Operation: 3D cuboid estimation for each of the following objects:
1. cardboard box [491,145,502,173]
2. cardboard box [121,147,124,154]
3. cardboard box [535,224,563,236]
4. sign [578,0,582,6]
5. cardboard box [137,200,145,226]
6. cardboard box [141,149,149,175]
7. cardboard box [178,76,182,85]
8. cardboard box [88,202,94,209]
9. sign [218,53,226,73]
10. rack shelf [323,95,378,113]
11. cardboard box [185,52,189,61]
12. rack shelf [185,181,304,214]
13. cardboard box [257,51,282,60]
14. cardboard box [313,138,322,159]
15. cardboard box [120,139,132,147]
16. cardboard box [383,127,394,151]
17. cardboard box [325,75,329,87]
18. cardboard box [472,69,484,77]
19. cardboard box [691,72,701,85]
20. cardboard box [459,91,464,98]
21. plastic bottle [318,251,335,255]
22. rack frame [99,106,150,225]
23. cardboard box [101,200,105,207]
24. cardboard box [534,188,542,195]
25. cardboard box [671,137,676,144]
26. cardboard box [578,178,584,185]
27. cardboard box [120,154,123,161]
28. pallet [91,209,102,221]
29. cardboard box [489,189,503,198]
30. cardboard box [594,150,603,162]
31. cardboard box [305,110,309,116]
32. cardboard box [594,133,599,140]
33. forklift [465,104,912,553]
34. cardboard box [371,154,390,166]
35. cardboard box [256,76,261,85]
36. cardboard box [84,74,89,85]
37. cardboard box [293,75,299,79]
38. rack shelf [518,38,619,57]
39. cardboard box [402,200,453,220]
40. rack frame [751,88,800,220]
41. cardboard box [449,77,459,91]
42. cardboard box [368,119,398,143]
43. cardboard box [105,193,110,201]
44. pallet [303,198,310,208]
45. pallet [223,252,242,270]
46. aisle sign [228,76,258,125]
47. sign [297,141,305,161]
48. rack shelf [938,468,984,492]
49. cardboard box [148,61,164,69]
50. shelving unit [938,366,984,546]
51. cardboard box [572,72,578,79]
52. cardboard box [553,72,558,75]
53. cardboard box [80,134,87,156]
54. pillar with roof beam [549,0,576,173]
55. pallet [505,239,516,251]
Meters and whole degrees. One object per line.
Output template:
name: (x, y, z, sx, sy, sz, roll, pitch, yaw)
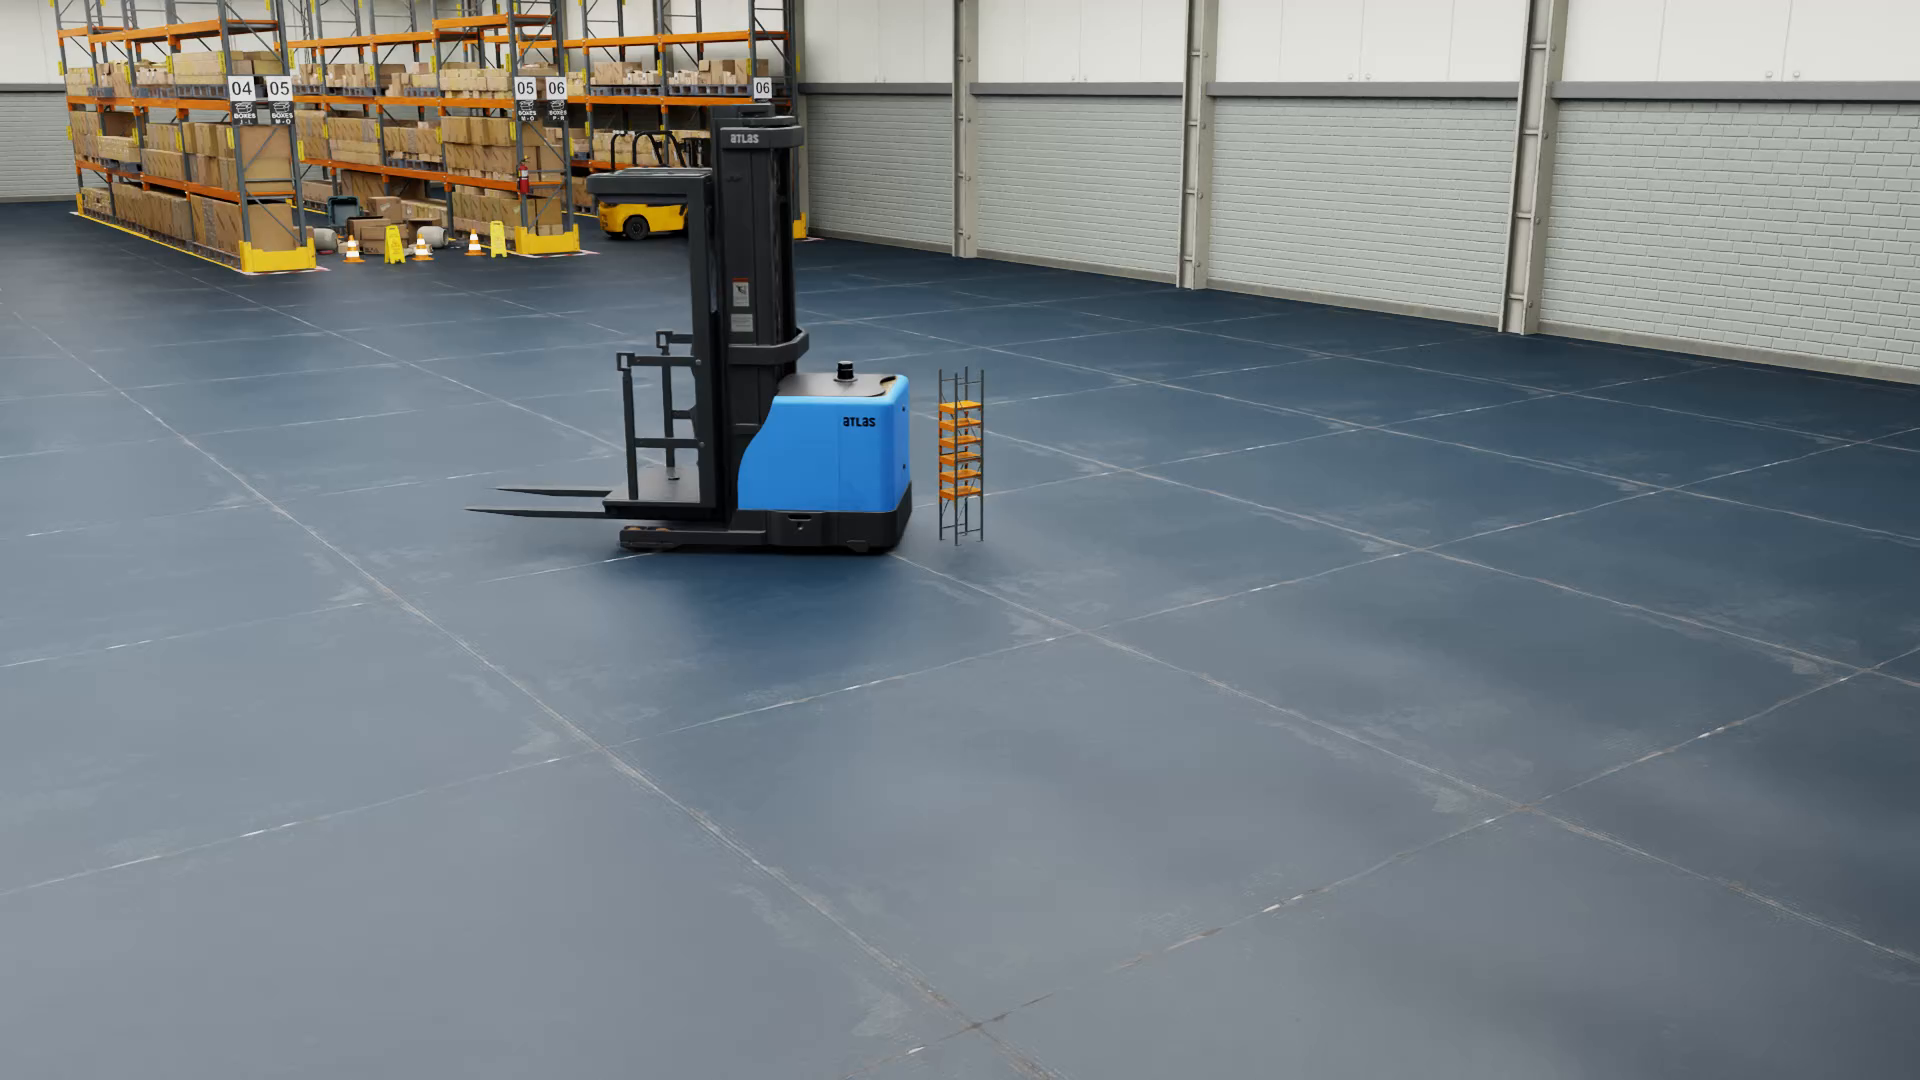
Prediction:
cardboard box: (-8.596, -7.267, 31.692, 0.500, 0.500, 0.500, -11, 19, -34)
cardboard box: (-17.386, -8.185, 34.916, 0.380, 0.149, 0.250, -10, 18, -33)
cardboard box: (-8.014, -5.986, 32.177, 0.500, 0.250, 0.500, -11, 19, -35)
sign: (-8.888, -12.670, 38.902, 0.100, 0.325, 0.005, -11, 19, -35)
cardboard box: (-17.010, -6.910, 35.079, 0.500, 0.500, 0.500, -11, 19, -35)
cardboard box: (-16.366, -7.723, 33.922, 0.500, 0.500, 0.500, -11, 19, -34)
cardboard box: (-13.967, -8.349, 30.209, 0.380, 0.149, 0.250, -11, 19, -34)
cardboard box: (-20.633, -8.020, 39.802, 0.380, 0.149, 0.250, -11, 19, -34)
sign: (-12.155, -7.859, 27.398, 0.100, 0.325, 0.005, -11, 19, -35)
rack shelf: (-13.643, -10.129, 38.584, 1.077, 0.370, 4.000, -11, 19, -35)
cardboard box: (-13.520, -8.572, 29.510, 0.380, 0.149, 0.250, -11, 19, -34)
rack shelf: (-12.884, -6.184, 29.853, 1.077, 0.370, 4.000, -11, 19, -35)
cardboard box: (-11.647, -8.186, 28.102, 0.380, 0.149, 0.250, -11, 19, -34)
cardboard box: (-15.606, -9.673, 41.048, 0.500, 0.500, 0.500, -11, 19, -36)
cardboard box: (-17.371, -8.324, 34.862, 0.380, 0.149, 0.250, -10, 18, -33)
cardboard box: (-12.390, -8.865, 36.735, 0.500, 0.500, 0.500, -12, 19, -36)
cardboard box: (-14.808, -10.880, 39.423, 0.396, 0.266, 0.258, -11, 19, -35)
cardboard box: (-9.130, -8.953, 31.889, 0.380, 0.149, 0.250, -10, 18, -33)
cardboard box: (-5.476, -9.788, 35.245, 0.396, 0.266, 0.258, -11, 19, -36)
cardboard box: (-9.672, -8.809, 32.875, 0.380, 0.149, 0.250, -10, 18, -33)
plastic bottle: (-11.850, -5.378, 31.108, 0.133, 0.061, 0.283, 10, 18, 33)
rack frame: (-18.764, -8.667, 37.560, 1.000, 3.000, 0.127, -11, 19, -35)
cardboard box: (-19.547, -7.766, 38.310, 0.380, 0.149, 0.250, -12, 19, -36)
cardboard box: (-10.704, -9.087, 43.033, 0.500, 0.500, 0.500, -10, 18, -32)
cardboard box: (-6.128, -8.772, 36.525, 0.380, 0.149, 0.250, -11, 19, -35)
cardboard box: (-9.135, -8.803, 40.769, 0.380, 0.149, 0.250, -12, 19, -37)
cardboard box: (-17.513, -8.090, 35.133, 0.380, 0.149, 0.250, -11, 19, -35)
pallet: (-19.909, -7.720, 39.384, 1.003, 0.211, 1.213, -11, 19, -35)
cardboard box: (-8.861, -6.698, 32.130, 0.380, 0.149, 0.250, -10, 18, -34)
cardboard box: (-8.391, -9.169, 39.678, 0.500, 0.250, 0.500, -11, 19, -34)
cardboard box: (-16.115, -10.649, 41.491, 0.380, 0.149, 0.250, -11, 19, -35)
cardboard box: (-8.505, -9.621, 39.628, 0.380, 0.149, 0.250, -10, 18, -33)
forklift: (-1.895, -1.467, 11.382, 3.031, 2.935, 1.130, 1, 15, 5)
cardboard box: (-12.975, -8.598, 37.592, 0.500, 0.250, 0.500, -12, 19, -36)
cardboard box: (-11.801, -7.858, 28.414, 0.380, 0.149, 0.250, -11, 19, -34)
cardboard box: (-19.537, -10.454, 37.746, 0.500, 0.250, 0.500, -12, 19, -37)
cardboard box: (-16.834, -11.854, 42.822, 0.500, 0.250, 0.500, -13, 20, -40)
rack shelf: (-9.630, -12.155, 41.059, 1.077, 0.370, 4.000, -11, 19, -35)
cardboard box: (-11.703, -7.259, 36.599, 0.950, 0.372, 0.625, -11, 19, -36)
rack frame: (-3.751, -7.666, 33.901, 1.000, 3.000, 0.127, -11, 19, -35)
cardboard box: (-9.767, -9.021, 32.893, 0.500, 0.250, 0.500, -11, 19, -35)
cardboard box: (-12.983, -9.203, 37.435, 0.500, 0.500, 0.500, -11, 19, -36)
cardboard box: (-19.366, -7.865, 38.109, 0.380, 0.149, 0.250, -11, 19, -34)
pallet: (-16.638, -8.807, 43.355, 1.003, 0.211, 1.213, -11, 19, -35)
pallet: (-12.241, -4.918, 29.145, 1.003, 0.211, 1.213, -11, 19, -35)
aisle sign: (-11.909, -7.297, 27.629, 0.394, 0.787, 0.004, -11, 19, -35)
sign: (-11.256, -6.645, 28.383, 0.100, 0.325, 0.005, -11, 19, -35)
rack shelf: (0.009, -0.417, 11.450, 0.258, 0.103, 0.180, -11, 19, -35)
cardboard box: (-16.912, -9.965, 34.979, 0.396, 0.266, 0.258, -11, 19, -35)
shelving unit: (0.009, -0.576, 11.406, 0.258, 1.200, 0.189, -11, 19, -35)
cardboard box: (-9.162, -11.233, 40.219, 0.380, 0.149, 0.250, -12, 19, -36)
cardboard box: (-10.033, -11.496, 41.143, 0.380, 0.149, 0.250, -11, 19, -34)
cardboard box: (-20.462, -9.357, 39.329, 0.500, 0.500, 0.500, -11, 19, -34)
pillar with roof beam: (-13.969, -12.742, 41.085, 9.100, 9.000, 0.400, -11, 19, -35)
pallet: (-8.257, -5.745, 32.165, 1.003, 0.211, 1.213, -11, 19, -35)
